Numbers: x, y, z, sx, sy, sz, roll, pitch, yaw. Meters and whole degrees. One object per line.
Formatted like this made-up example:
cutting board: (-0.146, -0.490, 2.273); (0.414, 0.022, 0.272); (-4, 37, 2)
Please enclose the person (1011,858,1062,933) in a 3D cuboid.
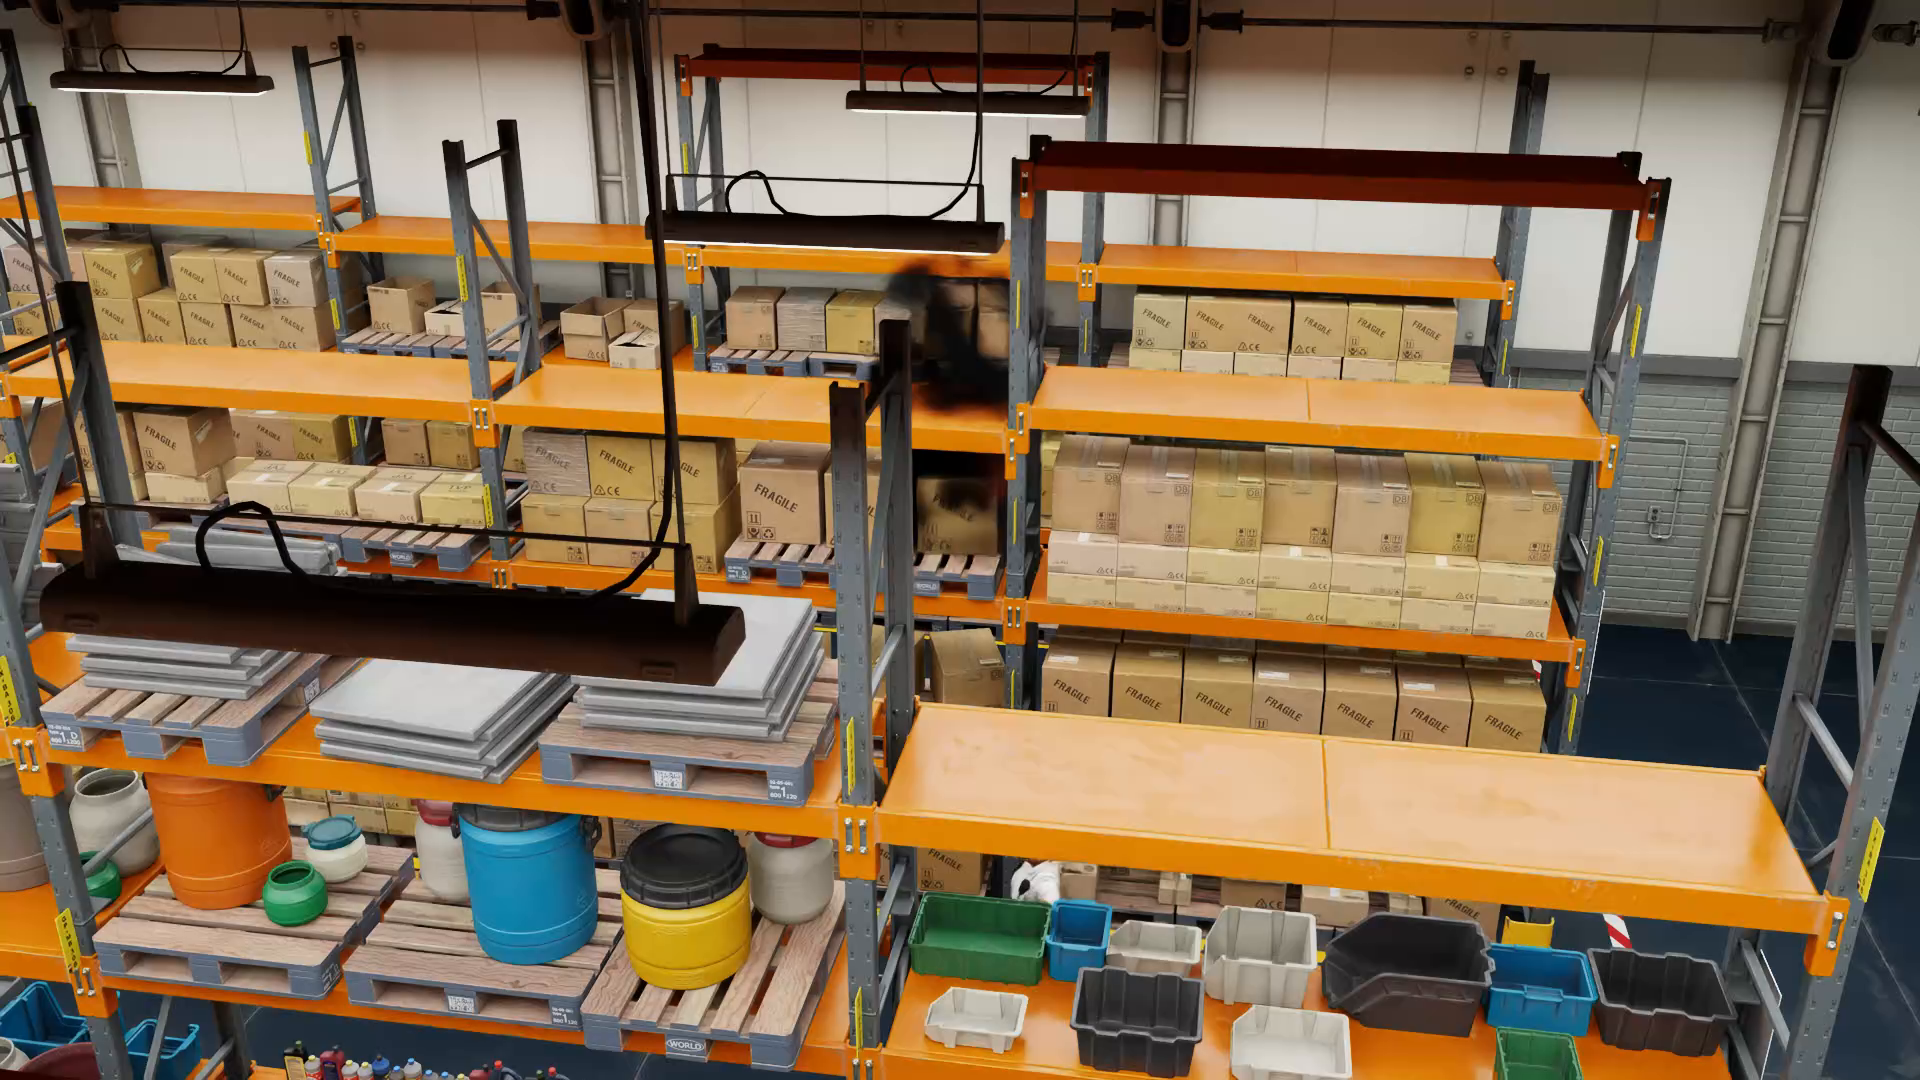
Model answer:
person: (0.489, 2.660, 11.290); (0.501, 1.634, 0.608); (-1, 23, -2)
